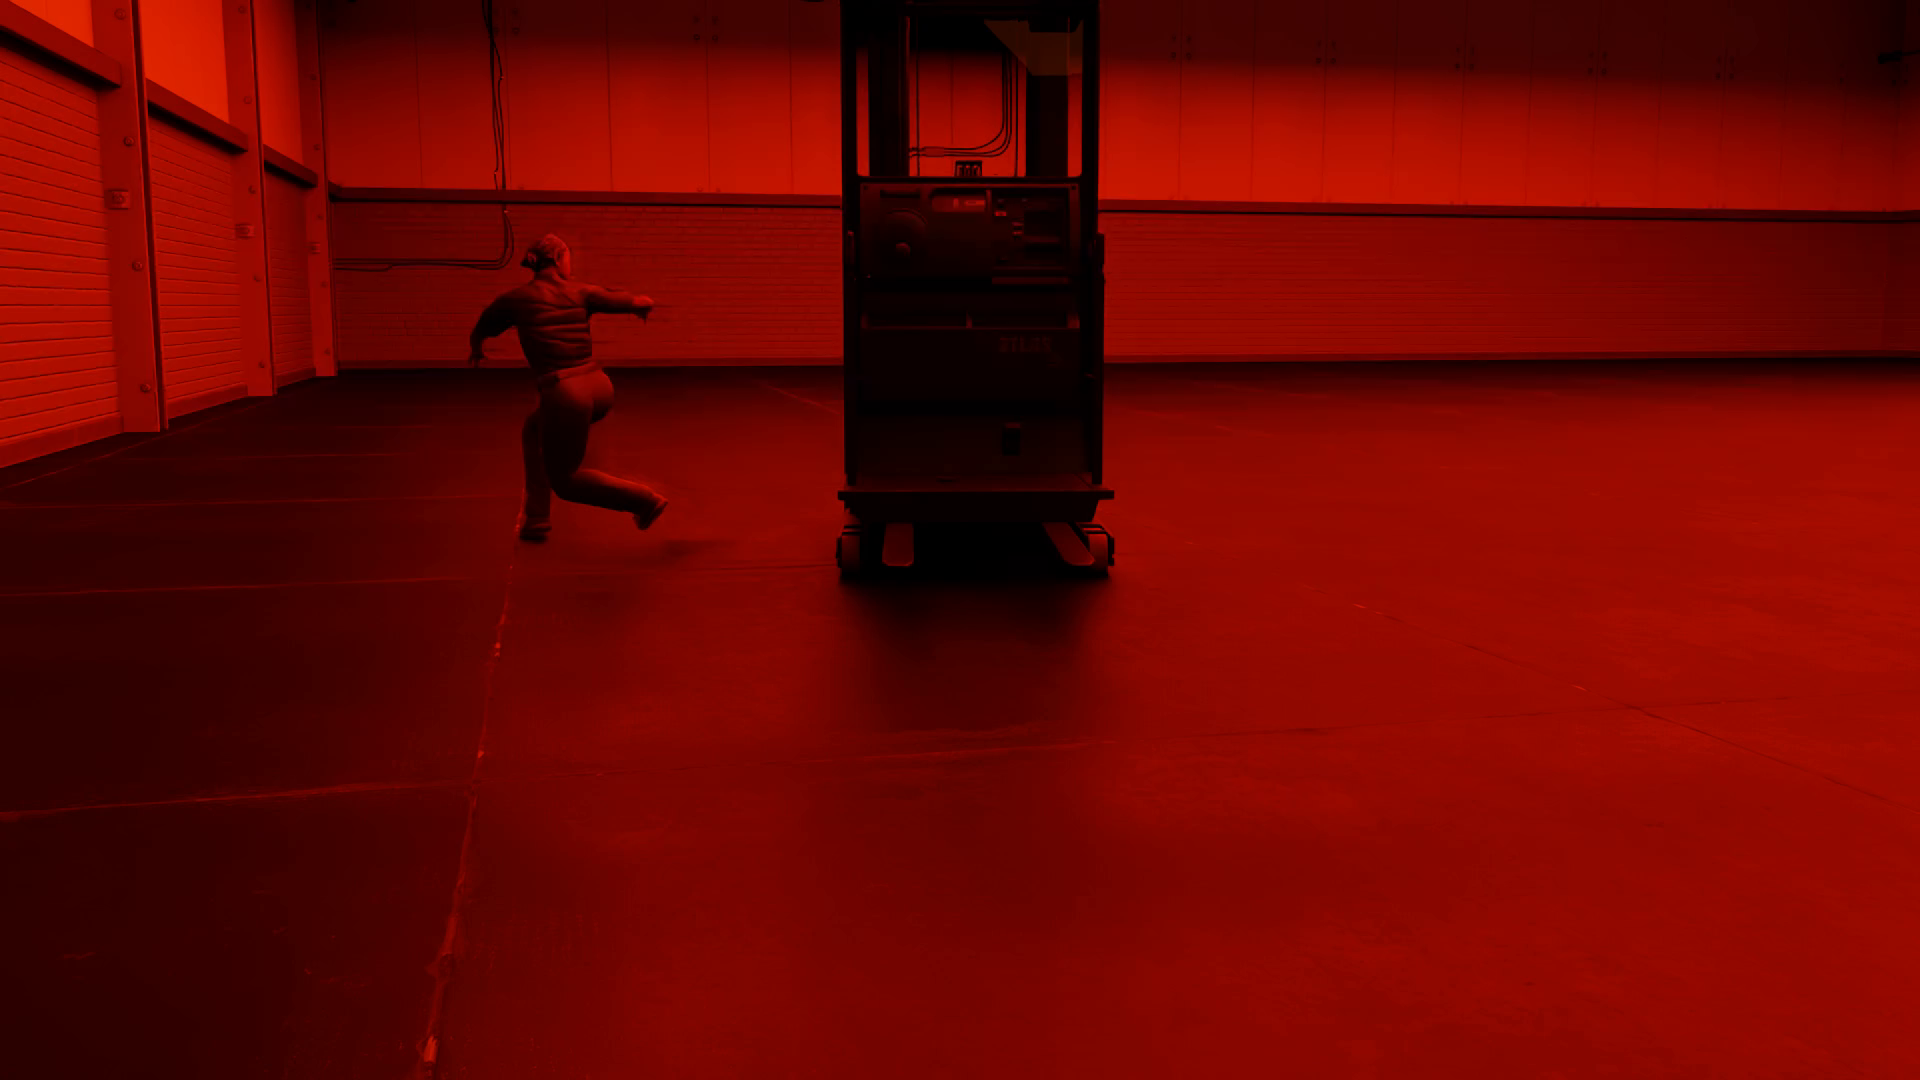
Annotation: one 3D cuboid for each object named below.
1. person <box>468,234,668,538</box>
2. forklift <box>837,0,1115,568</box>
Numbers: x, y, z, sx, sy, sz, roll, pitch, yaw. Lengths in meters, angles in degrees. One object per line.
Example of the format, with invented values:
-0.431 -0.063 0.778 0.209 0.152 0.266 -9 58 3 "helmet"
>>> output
-1.805 -0.702 7.713 1.068 1.406 0.795 7 11 41 "person"
0.051 -1.356 6.822 1.130 2.935 3.031 0 8 -2 "forklift"
